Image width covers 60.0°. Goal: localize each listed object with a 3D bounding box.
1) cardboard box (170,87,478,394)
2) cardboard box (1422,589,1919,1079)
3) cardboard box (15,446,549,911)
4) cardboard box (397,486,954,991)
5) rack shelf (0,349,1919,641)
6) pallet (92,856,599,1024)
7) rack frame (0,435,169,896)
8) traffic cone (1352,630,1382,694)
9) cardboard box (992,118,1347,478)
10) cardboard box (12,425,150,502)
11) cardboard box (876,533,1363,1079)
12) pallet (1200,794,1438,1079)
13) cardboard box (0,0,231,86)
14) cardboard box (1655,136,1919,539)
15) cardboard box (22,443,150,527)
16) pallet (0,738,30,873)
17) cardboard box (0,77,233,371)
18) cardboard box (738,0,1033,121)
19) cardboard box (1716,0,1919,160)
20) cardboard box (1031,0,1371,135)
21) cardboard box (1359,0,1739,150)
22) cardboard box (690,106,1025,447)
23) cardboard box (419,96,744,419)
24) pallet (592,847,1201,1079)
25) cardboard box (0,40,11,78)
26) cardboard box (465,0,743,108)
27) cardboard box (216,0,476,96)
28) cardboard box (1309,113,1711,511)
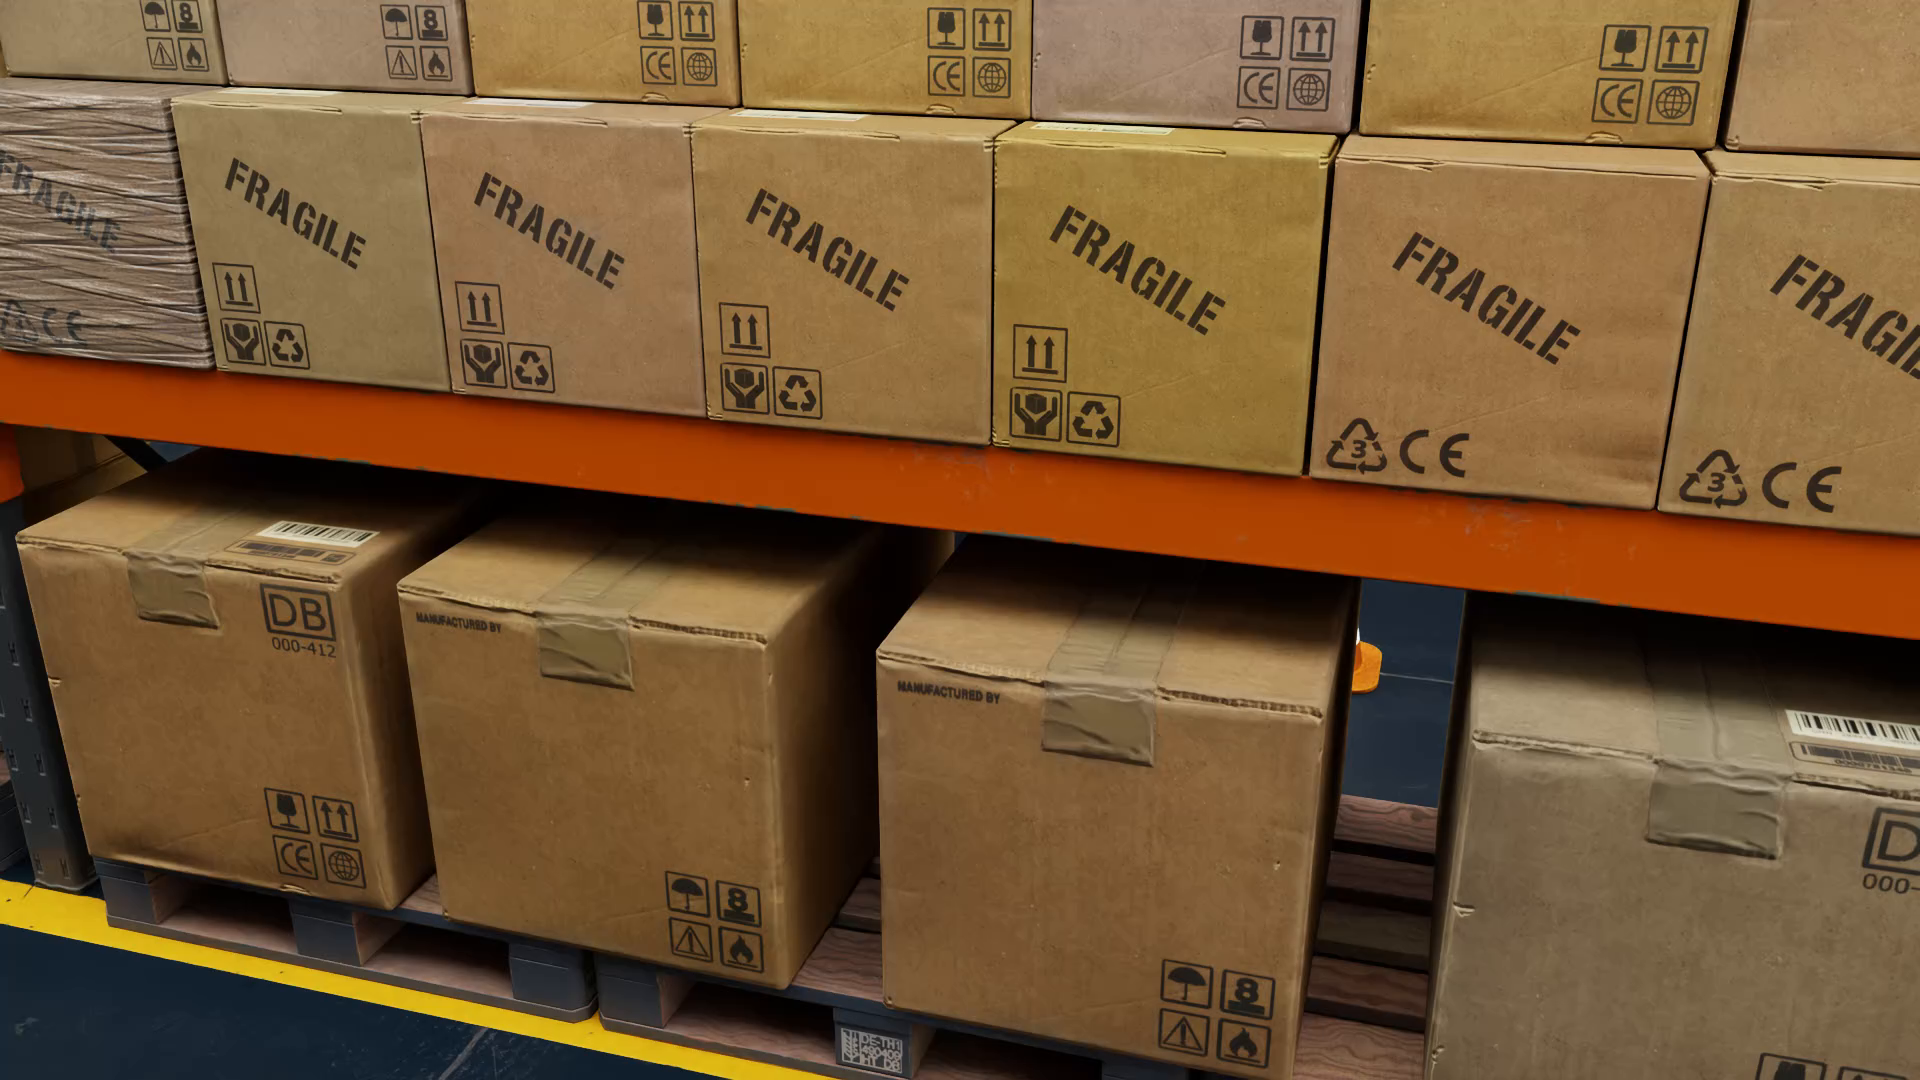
[{"bbox_3d":[-1.082,-0.609,3.170,0.500,0.500,0.500,6,23,15],"label":"cardboard box"},{"bbox_3d":[1.288,0.485,3.045,0.750,0.750,1.050,6,23,15],"label":"cardboard box"},{"bbox_3d":[-1.364,0.182,3.786,0.750,0.750,1.050,6,23,15],"label":"cardboard box"},{"bbox_3d":[-0.526,0.276,3.555,0.750,0.750,1.050,7,23,16],"label":"cardboard box"},{"bbox_3d":[-0.007,-0.212,3.283,4.000,0.370,1.077,7,23,16],"label":"rack shelf"},{"bbox_3d":[-1.188,0.640,3.933,1.213,0.211,1.003,7,23,16],"label":"pallet"},{"bbox_3d":[-1.921,-0.764,3.681,0.127,3.000,1.000,7,23,16],"label":"rack frame"},{"bbox_3d":[1.060,0.152,4.789,0.334,0.463,0.336,7,23,16],"label":"traffic cone"},{"bbox_3d":[0.364,-0.443,2.766,0.500,0.500,0.500,7,23,16],"label":"cardboard box"},{"bbox_3d":[-2.512,-0.313,4.332,0.500,0.250,0.500,5,23,13],"label":"cardboard box"},{"bbox_3d":[0.365,0.378,3.307,0.750,0.750,1.050,7,23,15],"label":"cardboard box"},{"bbox_3d":[1.148,0.907,3.281,1.213,0.211,1.003,7,23,16],"label":"pallet"},{"bbox_3d":[-1.494,-1.220,3.343,0.500,0.500,0.700,6,23,15],"label":"cardboard box"},{"bbox_3d":[1.331,-0.332,2.496,0.500,0.500,0.500,6,23,15],"label":"cardboard box"},{"bbox_3d":[-2.525,0.028,4.491,0.500,0.500,0.500,6,23,13],"label":"cardboard box"},{"bbox_3d":[-2.669,0.440,4.420,1.213,0.211,1.003,7,23,16],"label":"pallet"},{"bbox_3d":[-1.570,-0.663,3.303,0.500,0.500,0.500,7,23,16],"label":"cardboard box"},{"bbox_3d":[-0.029,-1.054,2.938,0.500,0.500,0.700,6,23,15],"label":"cardboard box"},{"bbox_3d":[1.431,-0.887,2.531,0.500,0.500,0.700,6,23,15],"label":"cardboard box"},{"bbox_3d":[0.454,-0.998,2.802,0.500,0.500,0.700,7,23,16],"label":"cardboard box"},{"bbox_3d":[0.938,-0.943,2.666,0.500,0.500,0.700,6,23,15],"label":"cardboard box"},{"bbox_3d":[-0.123,-0.498,2.899,0.500,0.500,0.500,6,23,15],"label":"cardboard box"},{"bbox_3d":[-0.599,-0.553,3.034,0.500,0.500,0.500,7,23,15],"label":"cardboard box"},{"bbox_3d":[-0.024,0.774,3.605,1.213,0.211,1.003,7,23,16],"label":"pallet"},{"bbox_3d":[-2.326,-1.106,3.899,0.250,0.149,0.380,8,24,18],"label":"cardboard box"},{"bbox_3d":[-0.518,-1.110,3.074,0.500,0.500,0.700,6,23,15],"label":"cardboard box"},{"bbox_3d":[-1.010,-1.165,3.210,0.500,0.500,0.700,6,23,15],"label":"cardboard box"},{"bbox_3d":[0.848,-0.388,2.631,0.500,0.500,0.500,6,23,15],"label":"cardboard box"}]
